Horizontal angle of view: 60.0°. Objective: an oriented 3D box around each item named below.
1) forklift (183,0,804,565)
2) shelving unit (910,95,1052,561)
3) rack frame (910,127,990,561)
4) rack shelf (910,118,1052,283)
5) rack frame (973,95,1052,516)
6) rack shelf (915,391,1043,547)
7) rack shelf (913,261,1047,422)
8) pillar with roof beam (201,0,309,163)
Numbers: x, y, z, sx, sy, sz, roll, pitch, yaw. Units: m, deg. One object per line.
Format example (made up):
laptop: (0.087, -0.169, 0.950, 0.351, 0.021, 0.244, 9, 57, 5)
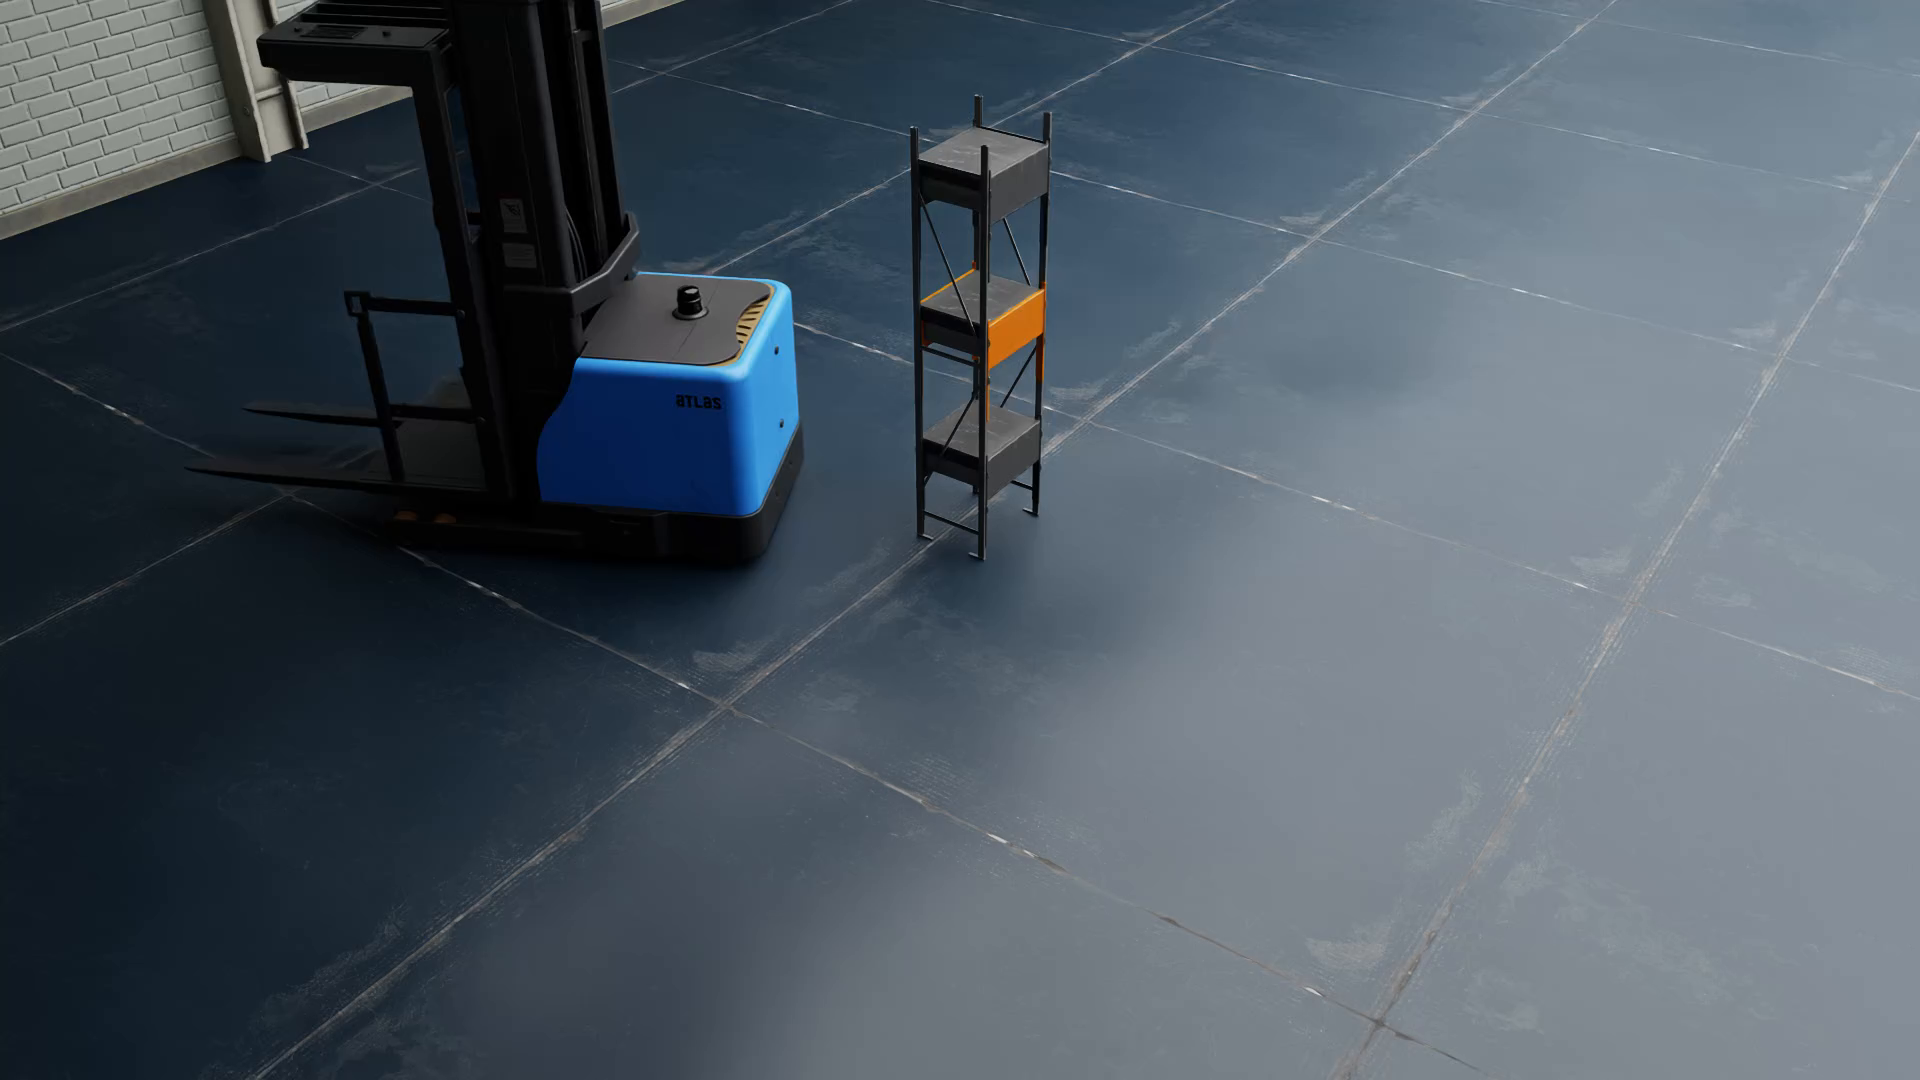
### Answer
forklift: (-2.382, -1.463, 7.797, 3.031, 2.935, 1.130, 5, 34, 7)
shelving unit: (0.094, -0.946, 7.774, 0.431, 2.100, 0.503, 21, 39, 28)
rack frame: (-0.045, -0.834, 7.608, 0.400, 2.100, 0.015, 21, 39, 28)
rack shelf: (0.094, -1.515, 7.390, 0.431, 0.518, 0.480, 21, 39, 28)
rack frame: (0.234, -1.058, 7.940, 0.400, 2.100, 0.015, 21, 39, 28)
rack shelf: (0.094, -0.355, 8.174, 0.431, 0.518, 0.480, 21, 39, 28)
rack shelf: (0.094, -0.935, 7.782, 0.431, 0.518, 0.480, 21, 39, 28)
pillar with roof beam: (-1.664, -5.309, 8.068, 9.100, 9.000, 0.400, 21, 39, 28)
